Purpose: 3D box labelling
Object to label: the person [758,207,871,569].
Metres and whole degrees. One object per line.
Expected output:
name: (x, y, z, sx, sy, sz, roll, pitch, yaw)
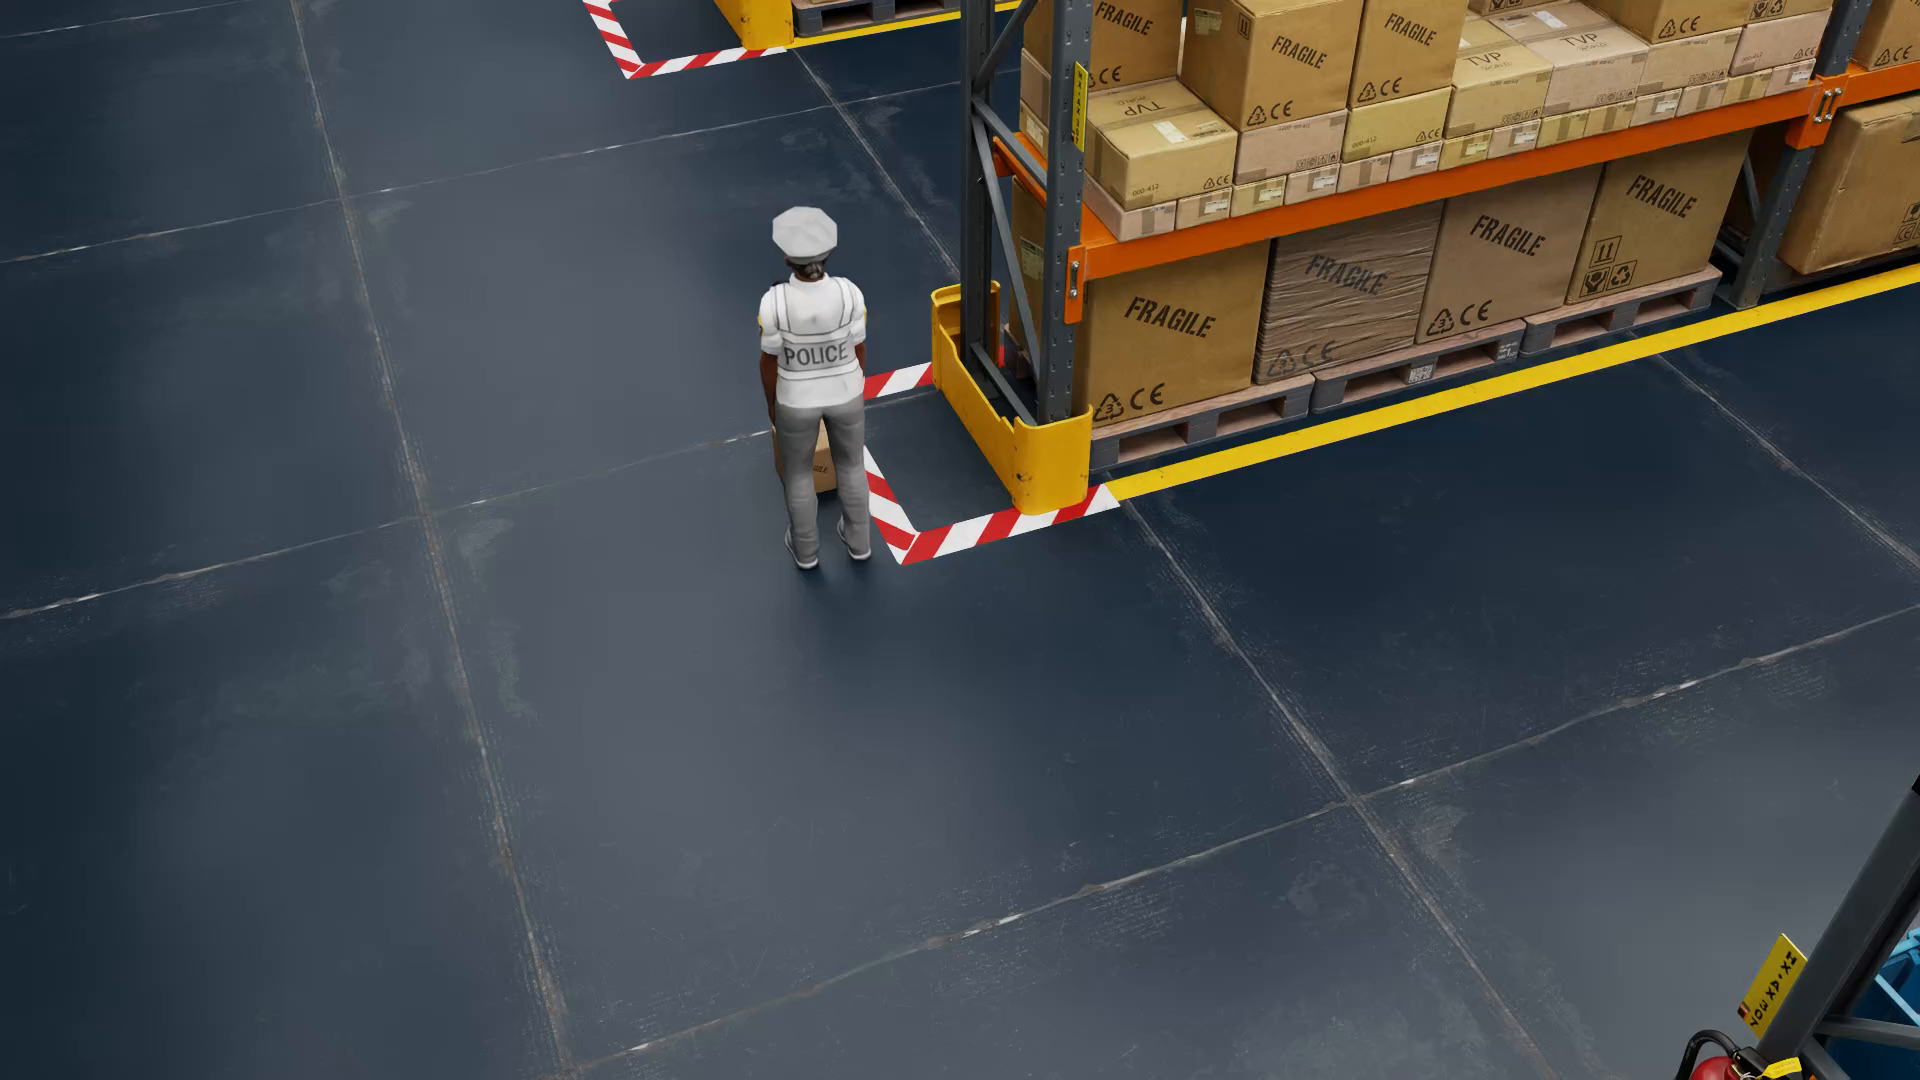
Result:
person: (-0.592, -0.592, 6.809, 0.436, 1.679, 0.339, -9, 43, -10)
